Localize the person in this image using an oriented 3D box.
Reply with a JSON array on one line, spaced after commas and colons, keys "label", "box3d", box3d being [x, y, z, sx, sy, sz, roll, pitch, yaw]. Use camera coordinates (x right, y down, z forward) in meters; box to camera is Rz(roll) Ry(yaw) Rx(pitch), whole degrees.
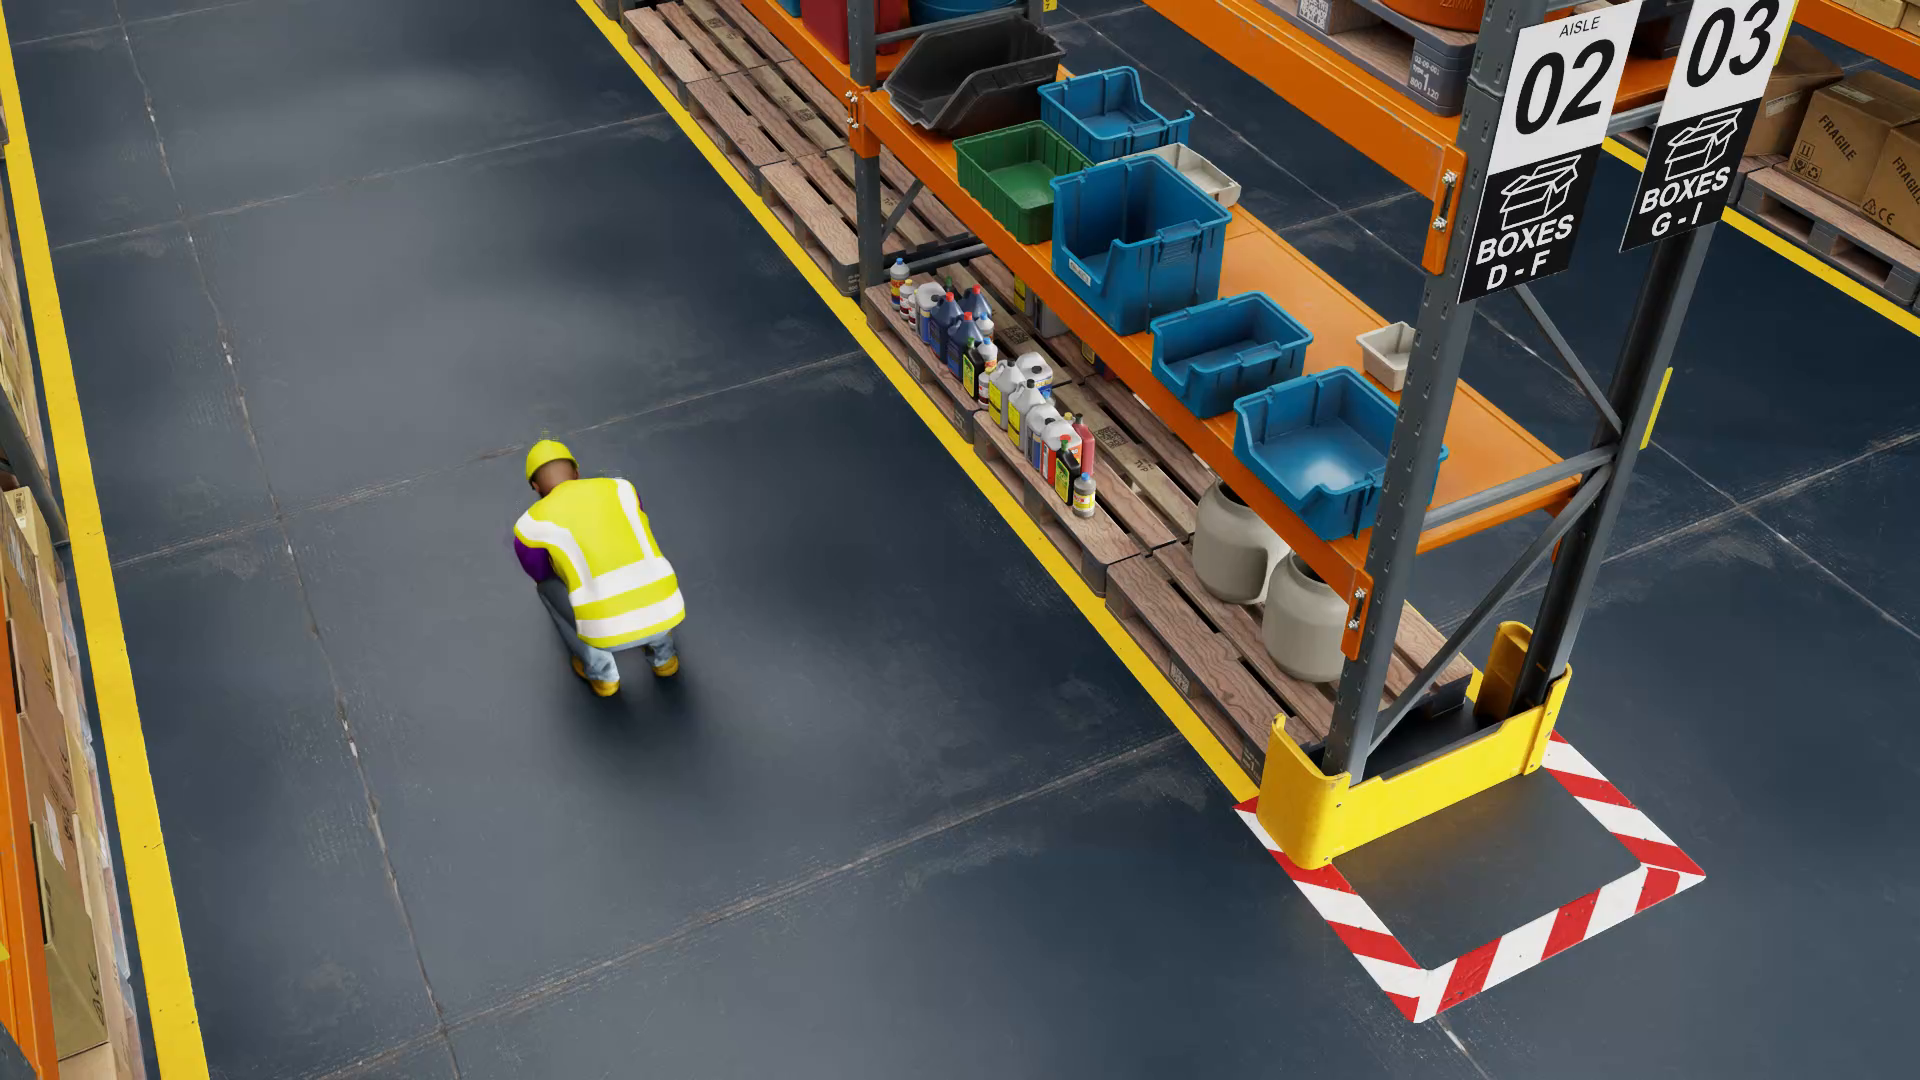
[{"label": "person", "box3d": [-1.473, 0.144, 6.743, 0.553, 0.888, 0.916, -18, 44, -20]}]
